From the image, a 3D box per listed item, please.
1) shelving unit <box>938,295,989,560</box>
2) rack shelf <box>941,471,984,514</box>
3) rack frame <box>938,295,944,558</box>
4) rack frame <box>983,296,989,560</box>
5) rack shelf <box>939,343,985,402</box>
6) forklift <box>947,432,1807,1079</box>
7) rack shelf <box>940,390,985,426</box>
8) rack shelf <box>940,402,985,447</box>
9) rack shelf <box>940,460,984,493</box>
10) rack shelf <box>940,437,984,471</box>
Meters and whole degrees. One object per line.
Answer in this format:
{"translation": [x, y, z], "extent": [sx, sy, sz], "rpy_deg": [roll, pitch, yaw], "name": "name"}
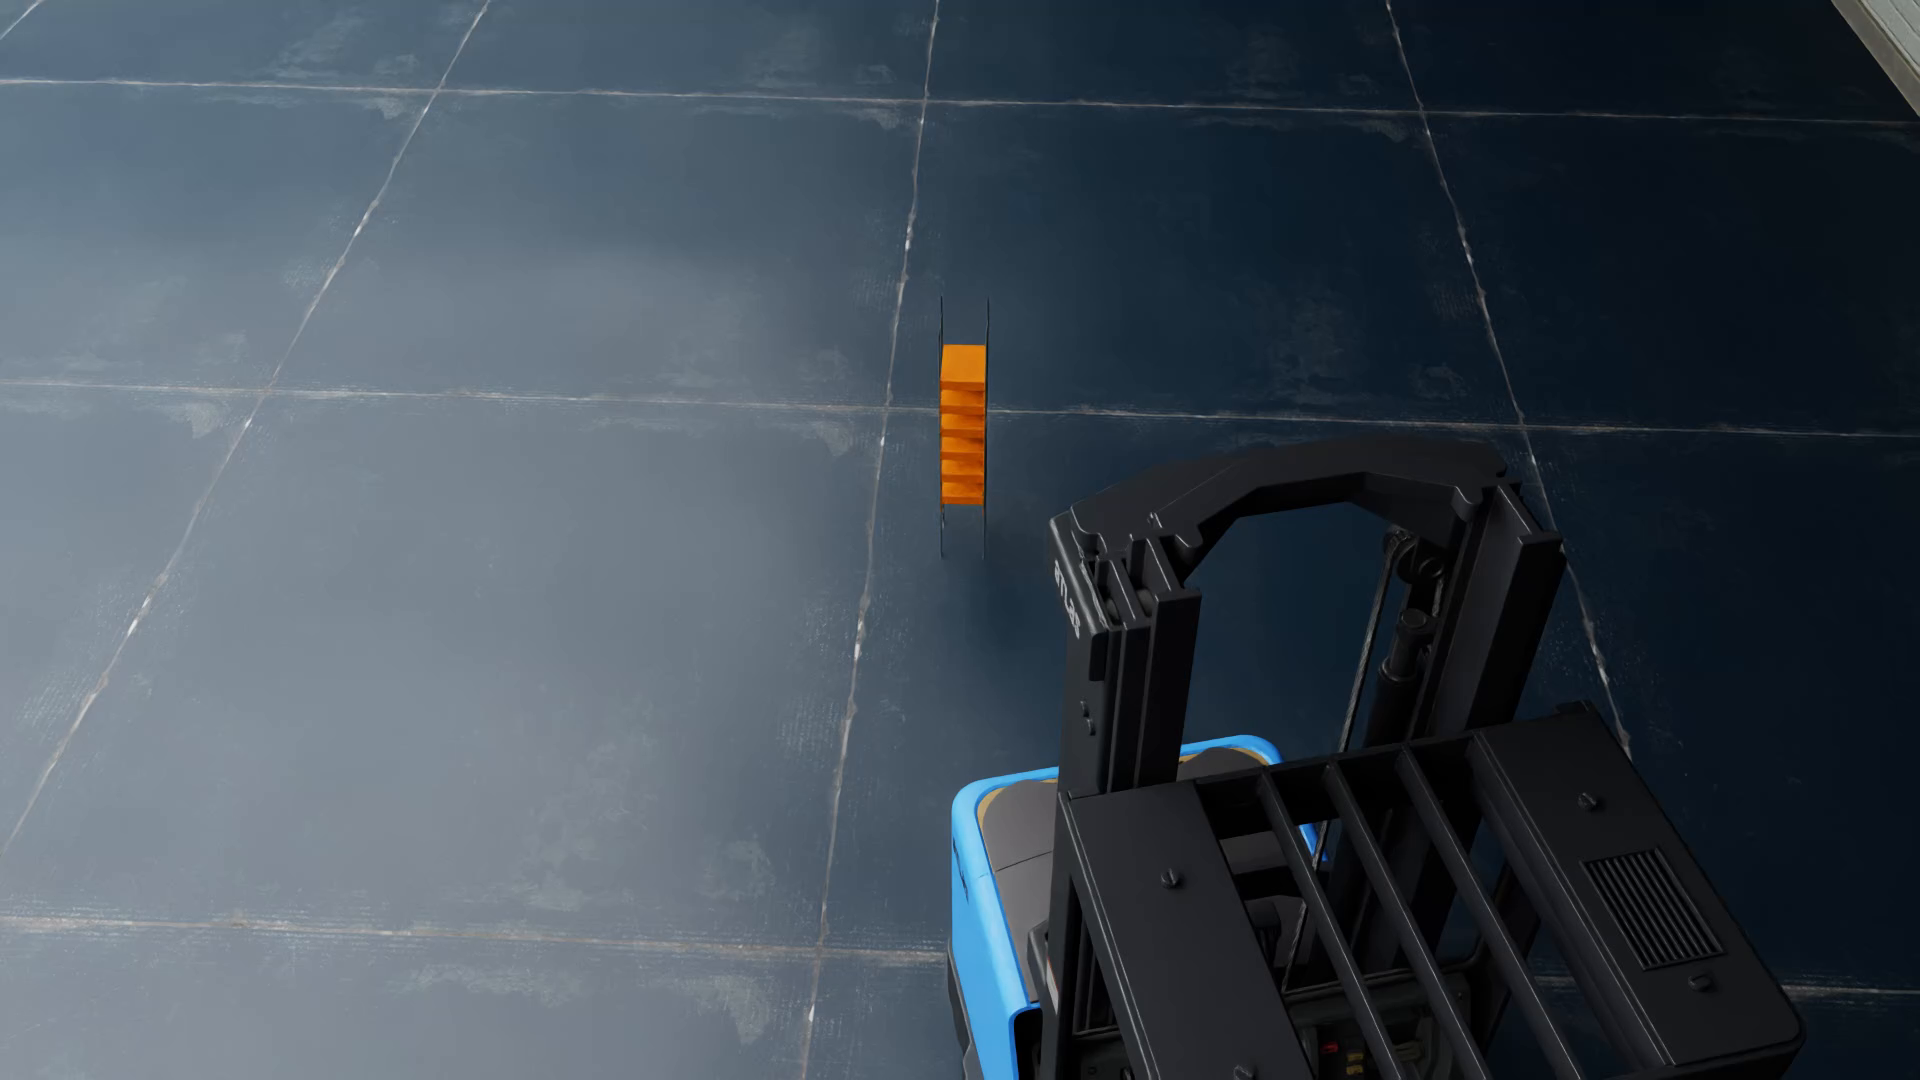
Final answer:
{"translation": [0.014, -0.439, 6.841], "extent": [0.189, 1.200, 0.258], "rpy_deg": [2, 43, 2], "name": "shelving unit"}
{"translation": [0.014, -0.230, 7.034], "extent": [0.180, 0.103, 0.258], "rpy_deg": [2, 43, 2], "name": "rack shelf"}
{"translation": [-0.077, -0.441, 6.844], "extent": [0.006, 1.200, 0.240], "rpy_deg": [2, 43, 2], "name": "rack frame"}
{"translation": [0.106, -0.436, 6.838], "extent": [0.006, 1.200, 0.240], "rpy_deg": [2, 43, 2], "name": "rack frame"}
{"translation": [0.014, -0.669, 6.625], "extent": [0.180, 0.103, 0.258], "rpy_deg": [2, 43, 2], "name": "rack shelf"}
{"translation": [0.775, 1.345, 3.656], "extent": [1.130, 2.935, 3.031], "rpy_deg": [-8, 44, -9], "name": "forklift"}
{"translation": [0.014, -0.582, 6.707], "extent": [0.180, 0.103, 0.258], "rpy_deg": [2, 43, 2], "name": "rack shelf"}
{"translation": [0.014, -0.494, 6.789], "extent": [0.180, 0.103, 0.258], "rpy_deg": [2, 43, 2], "name": "rack shelf"}
{"translation": [0.014, -0.318, 6.953], "extent": [0.180, 0.103, 0.258], "rpy_deg": [2, 43, 2], "name": "rack shelf"}
{"translation": [0.014, -0.406, 6.871], "extent": [0.180, 0.103, 0.258], "rpy_deg": [2, 43, 2], "name": "rack shelf"}
